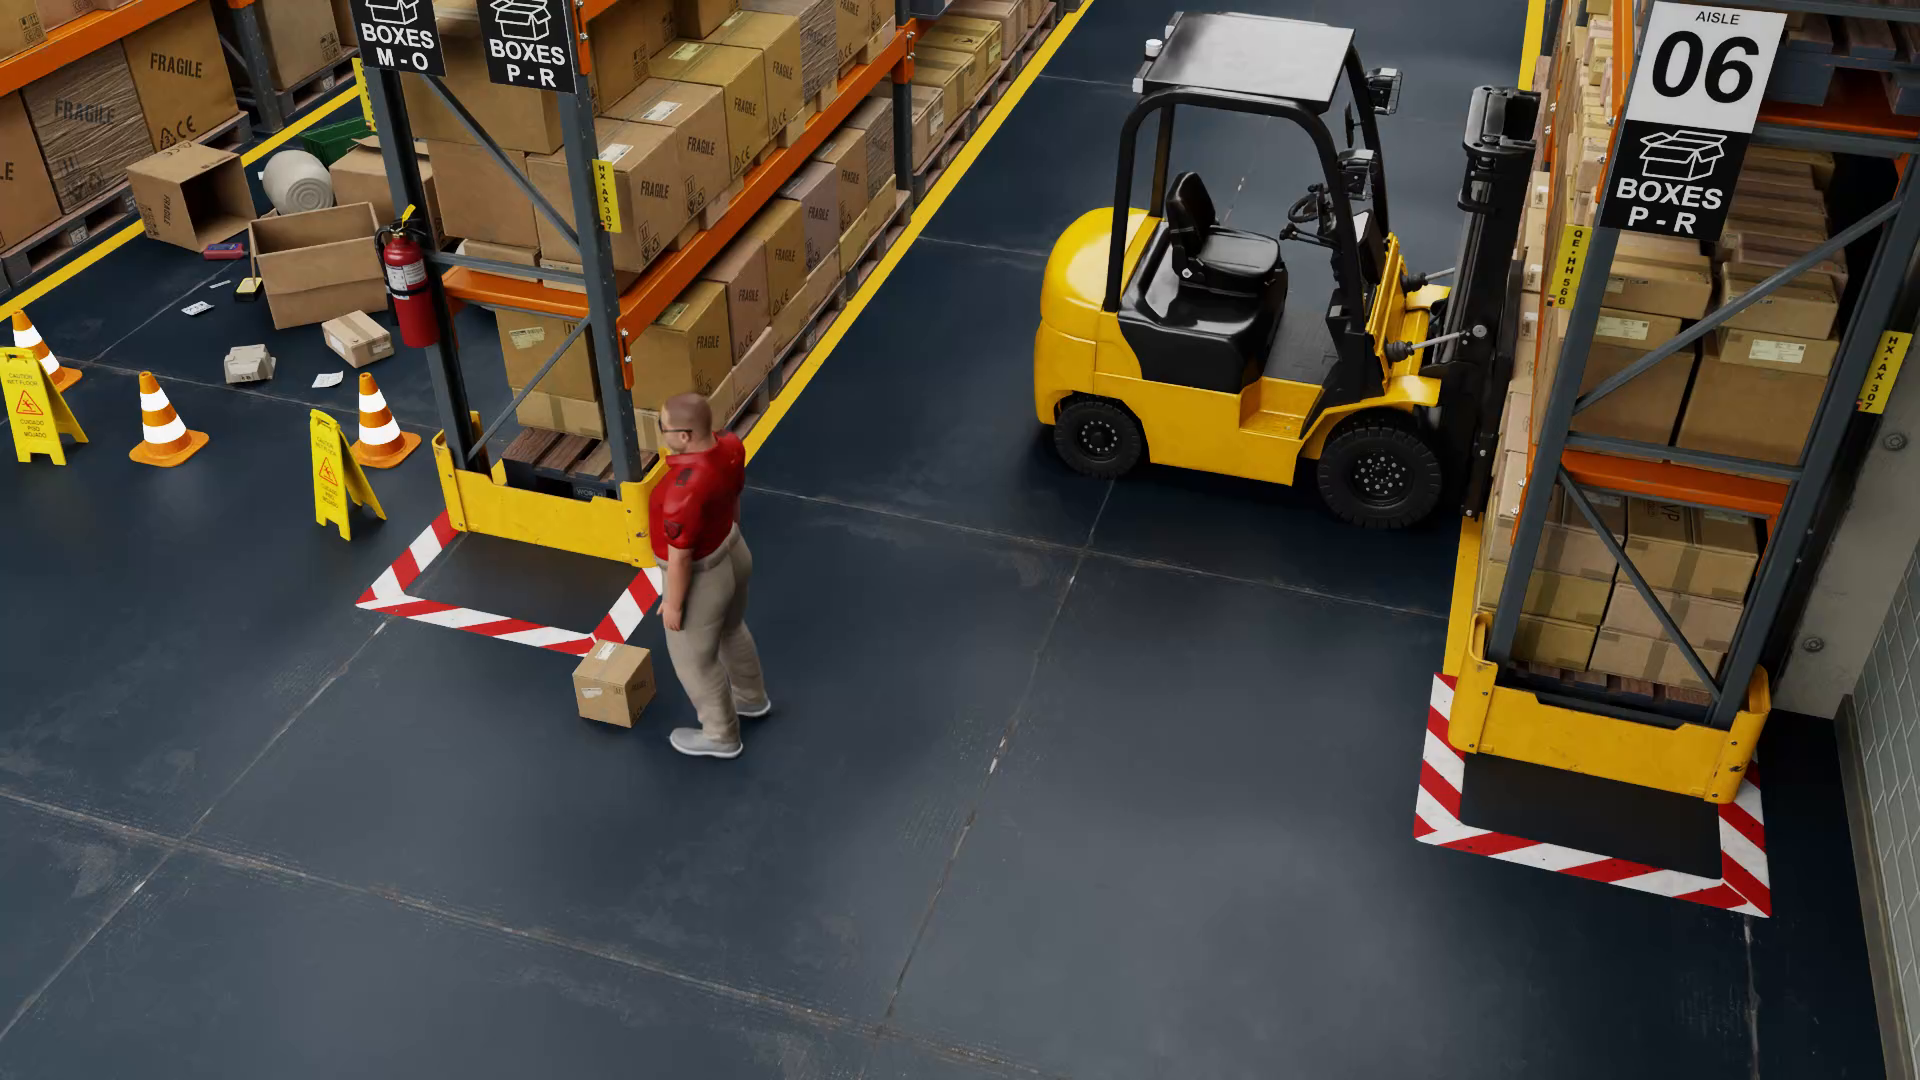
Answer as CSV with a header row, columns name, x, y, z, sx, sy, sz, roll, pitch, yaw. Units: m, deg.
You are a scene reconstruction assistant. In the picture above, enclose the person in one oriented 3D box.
name,x,y,z,sx,sy,sz,roll,pitch,yaw
person,-1.057,0.149,6.730,0.360,1.740,0.528,11,38,15
